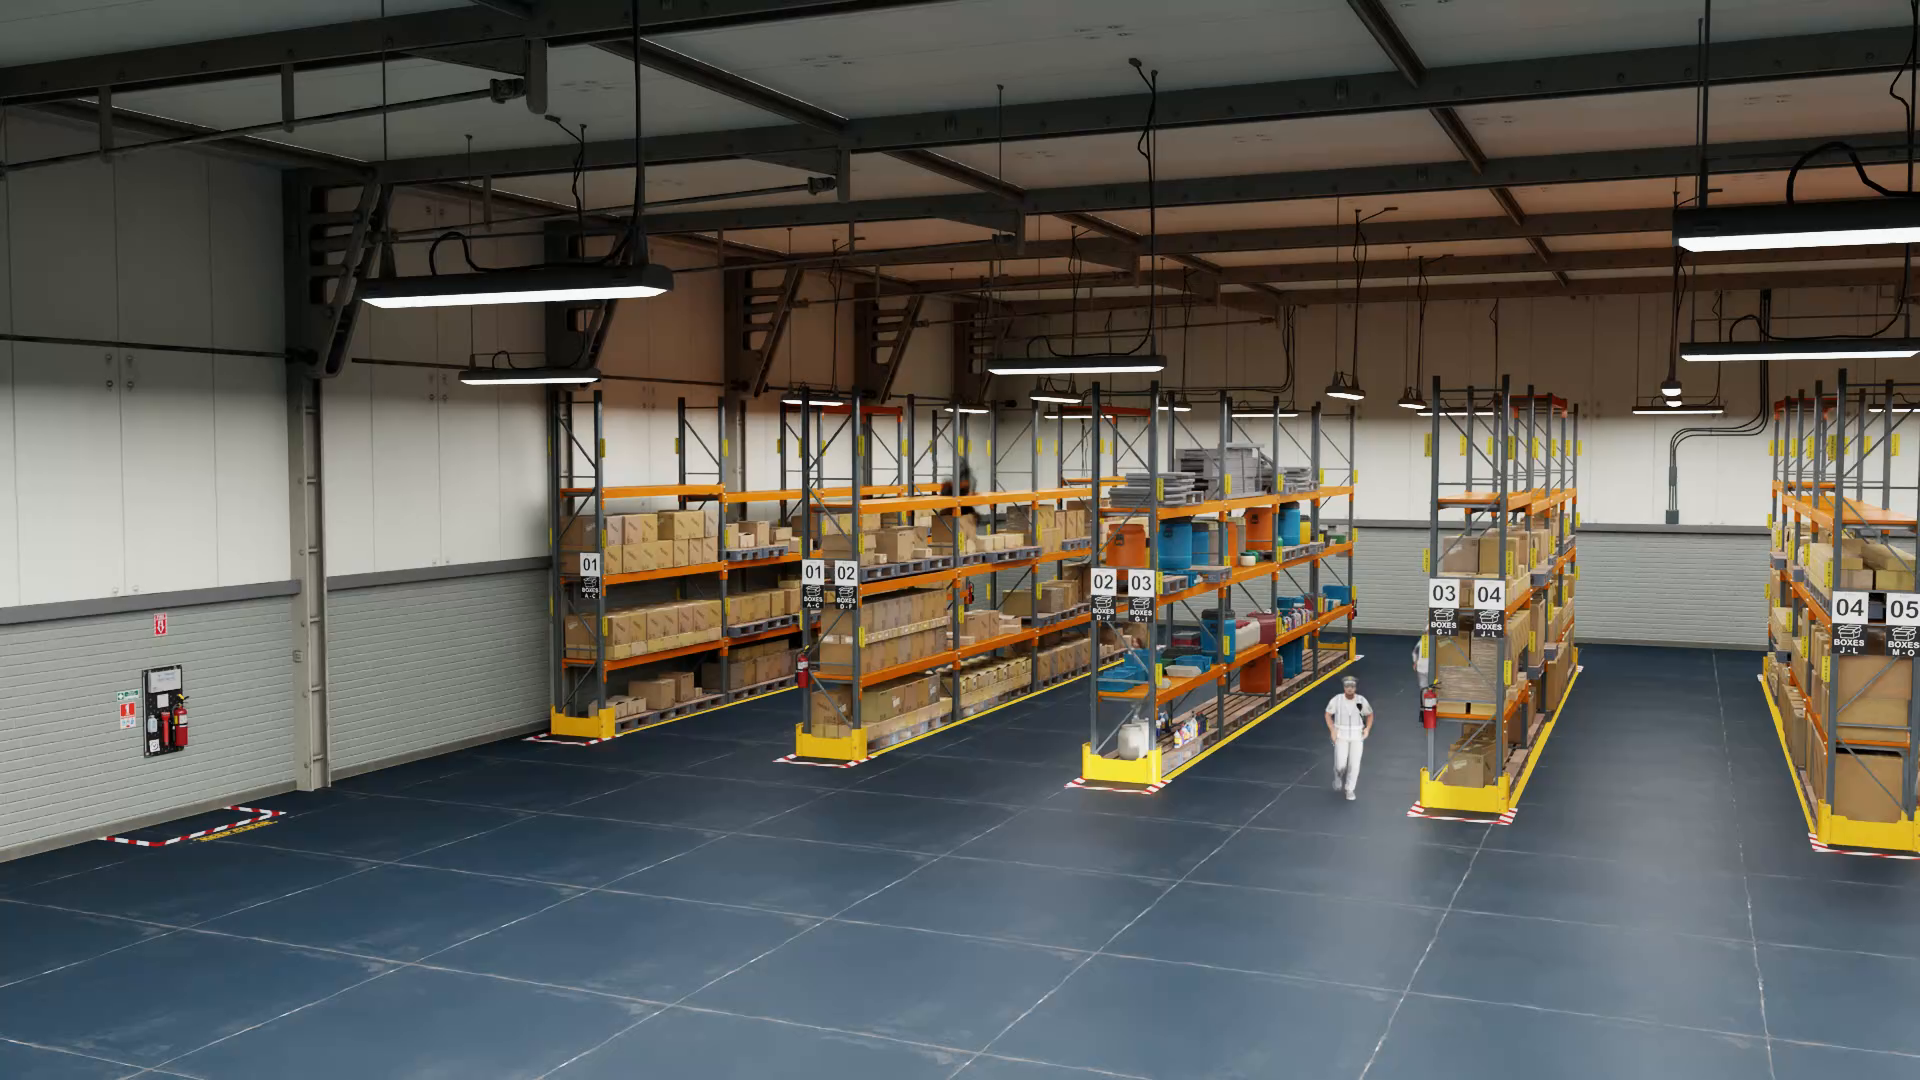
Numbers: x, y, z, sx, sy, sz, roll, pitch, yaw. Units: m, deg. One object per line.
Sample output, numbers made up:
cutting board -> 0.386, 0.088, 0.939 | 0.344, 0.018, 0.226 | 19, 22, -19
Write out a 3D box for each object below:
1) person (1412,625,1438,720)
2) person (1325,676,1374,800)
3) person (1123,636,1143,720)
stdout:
person -> 8.637, 2.433, 30.589 | 0.668, 1.748, 0.896 | 1, 3, 21
person -> 5.605, 2.815, 23.909 | 0.683, 1.759, 0.598 | 0, 3, 8
person -> 3.217, 2.543, 30.499 | 0.547, 1.552, 0.547 | 1, 3, 20
